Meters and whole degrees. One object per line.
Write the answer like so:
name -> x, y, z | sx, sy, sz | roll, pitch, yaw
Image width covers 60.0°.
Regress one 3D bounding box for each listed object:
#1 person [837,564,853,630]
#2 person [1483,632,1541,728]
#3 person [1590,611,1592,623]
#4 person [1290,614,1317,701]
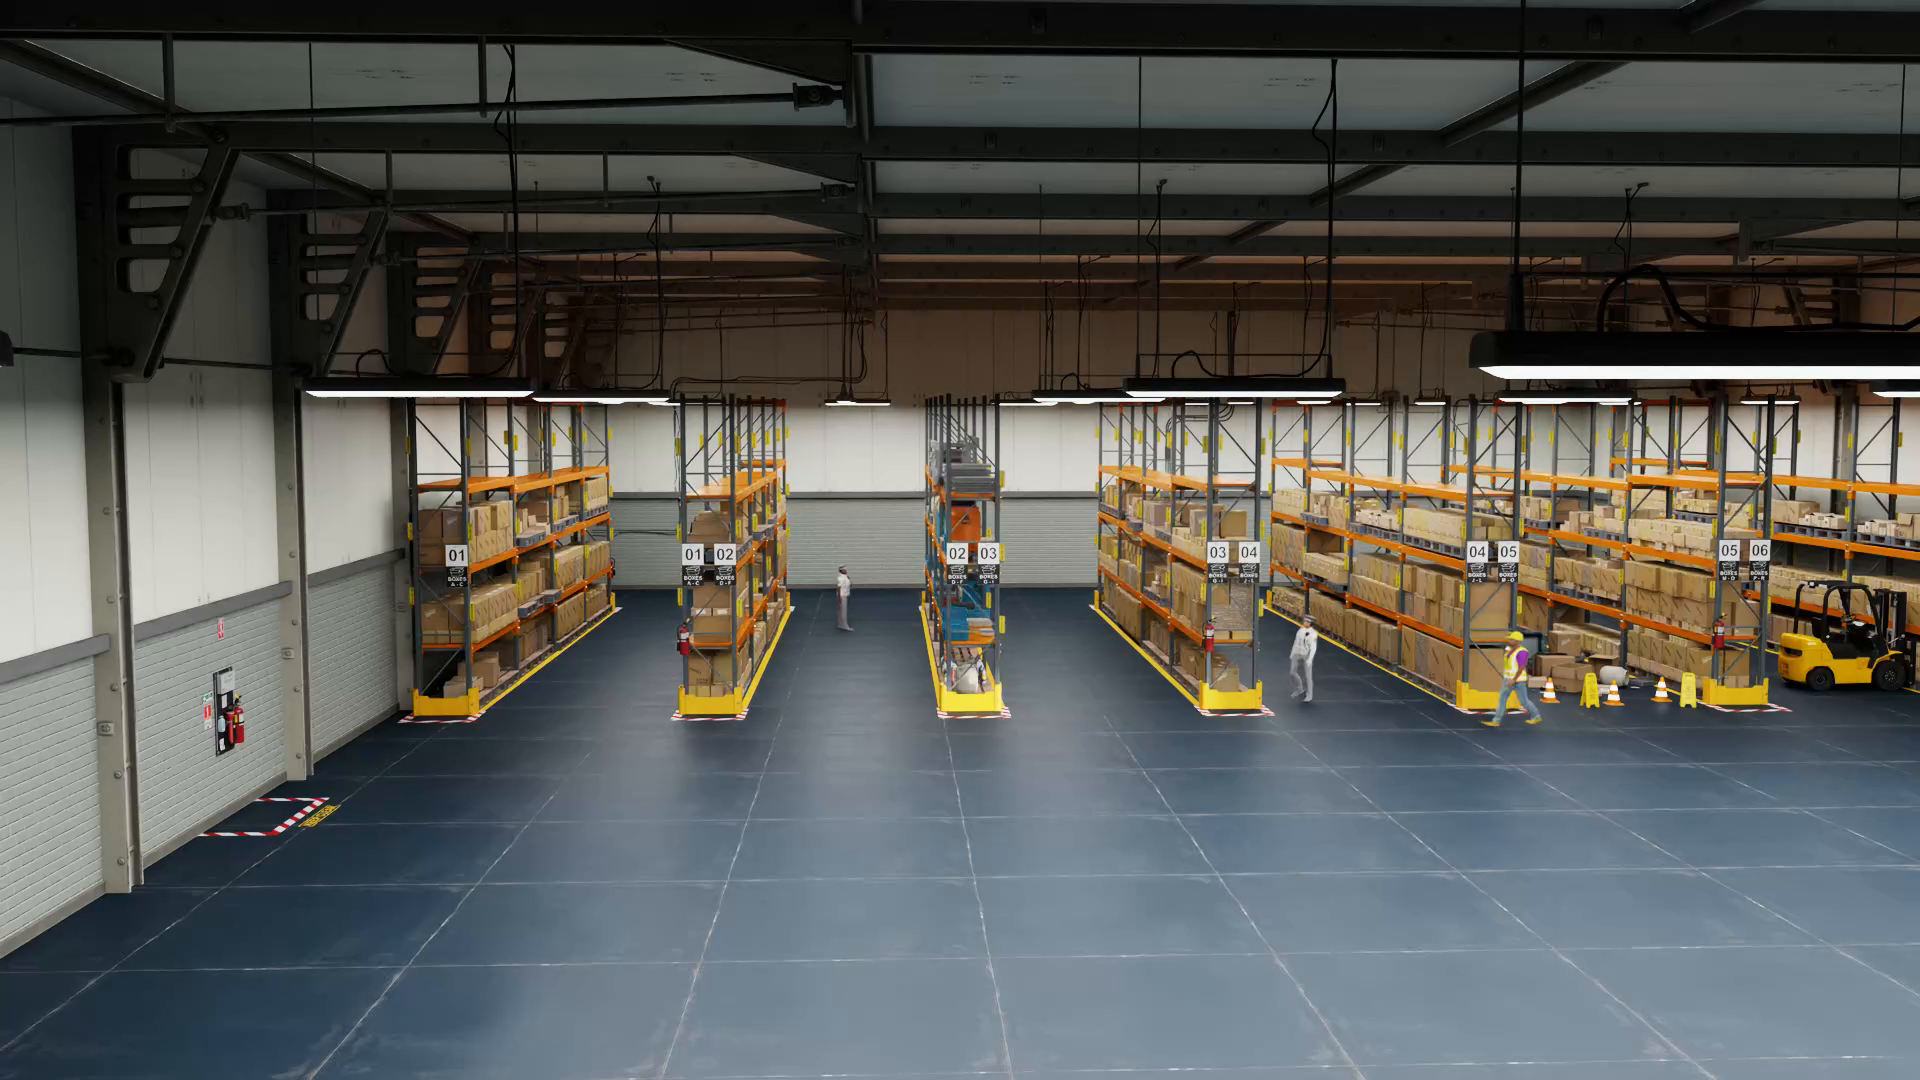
person -> -2.974, 1.478, 43.200 | 0.503, 1.710, 0.487 | 1, 5, 15
person -> 9.931, 2.509, 29.814 | 1.036, 1.736, 0.547 | -2, 5, -23
person -> 16.531, 1.407, 44.000 | 0.342, 1.691, 0.527 | 1, 5, 8
person -> 6.754, 2.299, 32.724 | 0.581, 1.698, 0.411 | 4, 6, 43
